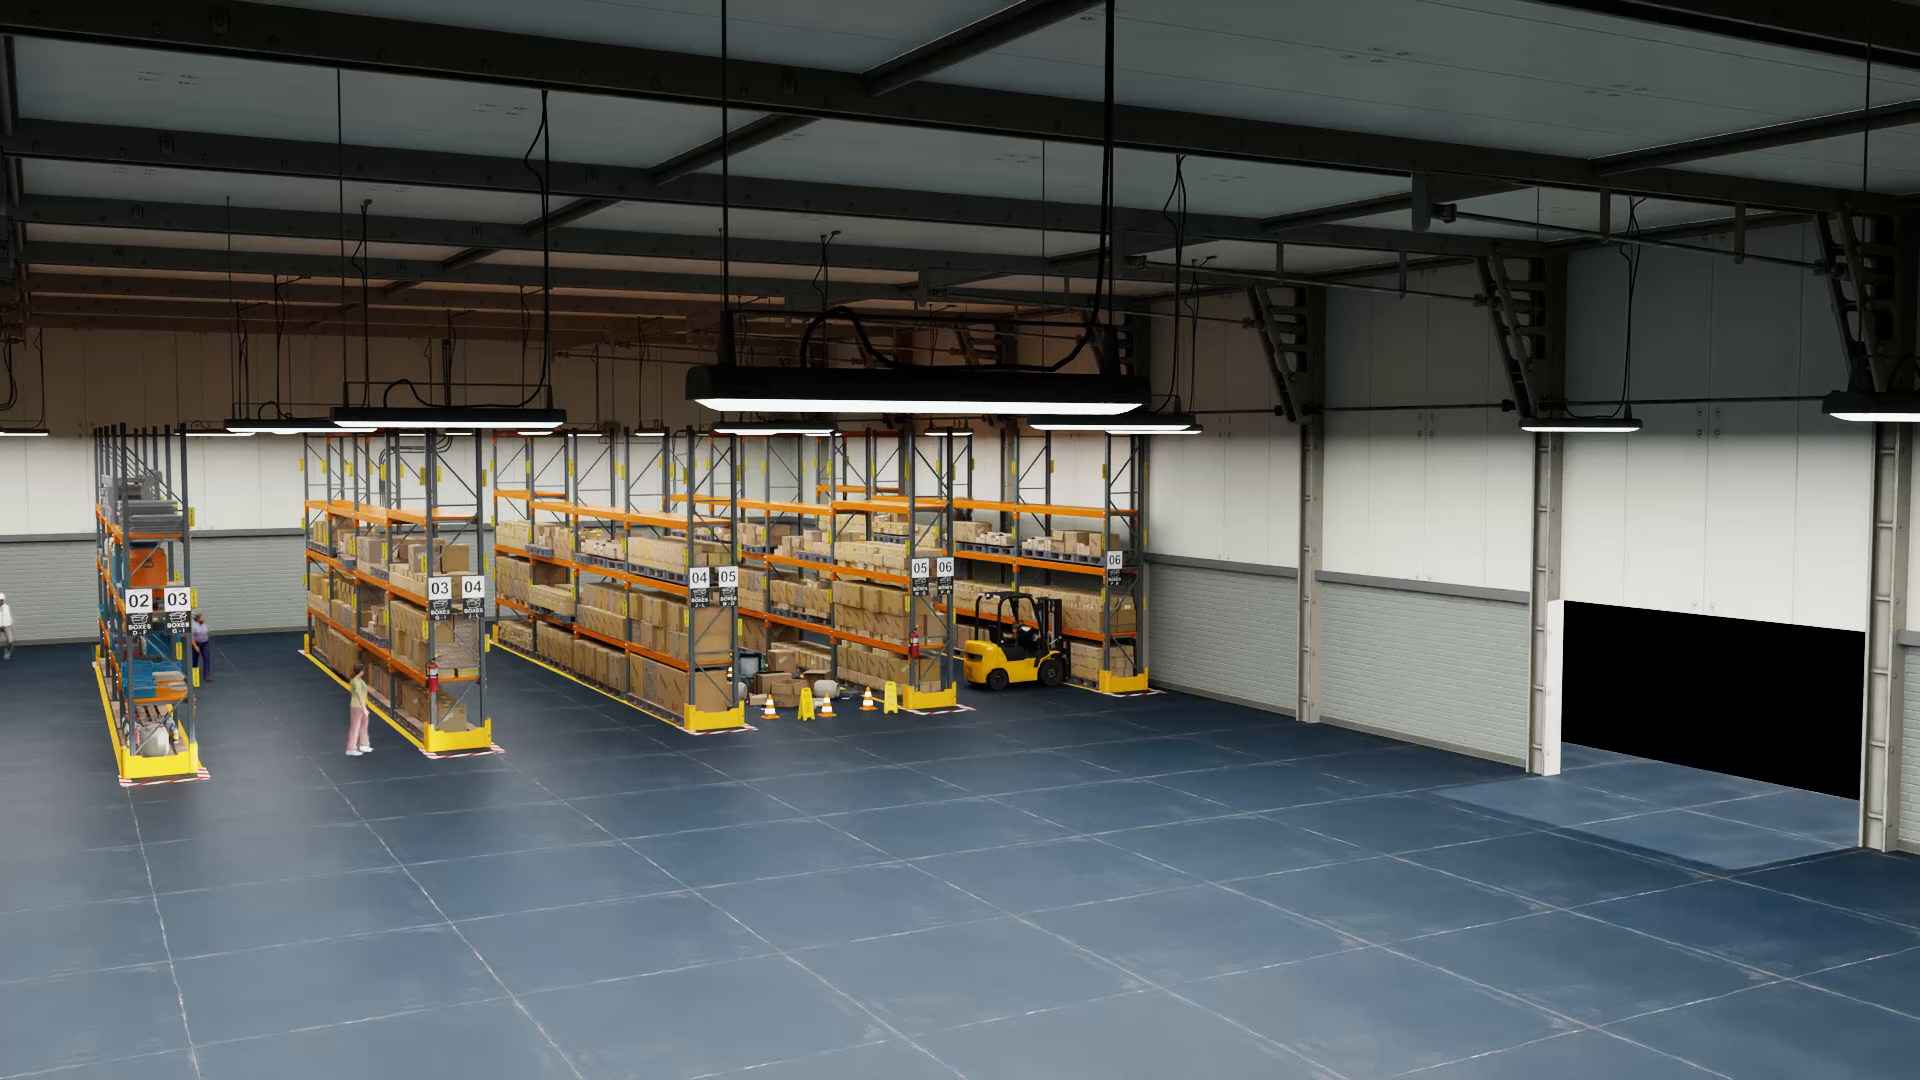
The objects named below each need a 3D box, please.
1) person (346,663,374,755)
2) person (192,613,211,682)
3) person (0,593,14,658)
[{"bbox_3d":[-10.930,3.073,30.251,0.494,1.706,0.604,-1,4,-19],"label":"person"},{"bbox_3d":[-18.045,2.532,39.442,0.446,1.600,0.933,-3,4,-37],"label":"person"},{"bbox_3d":[-24.787,2.251,42.977,0.594,1.781,0.556,-3,5,-42],"label":"person"}]
